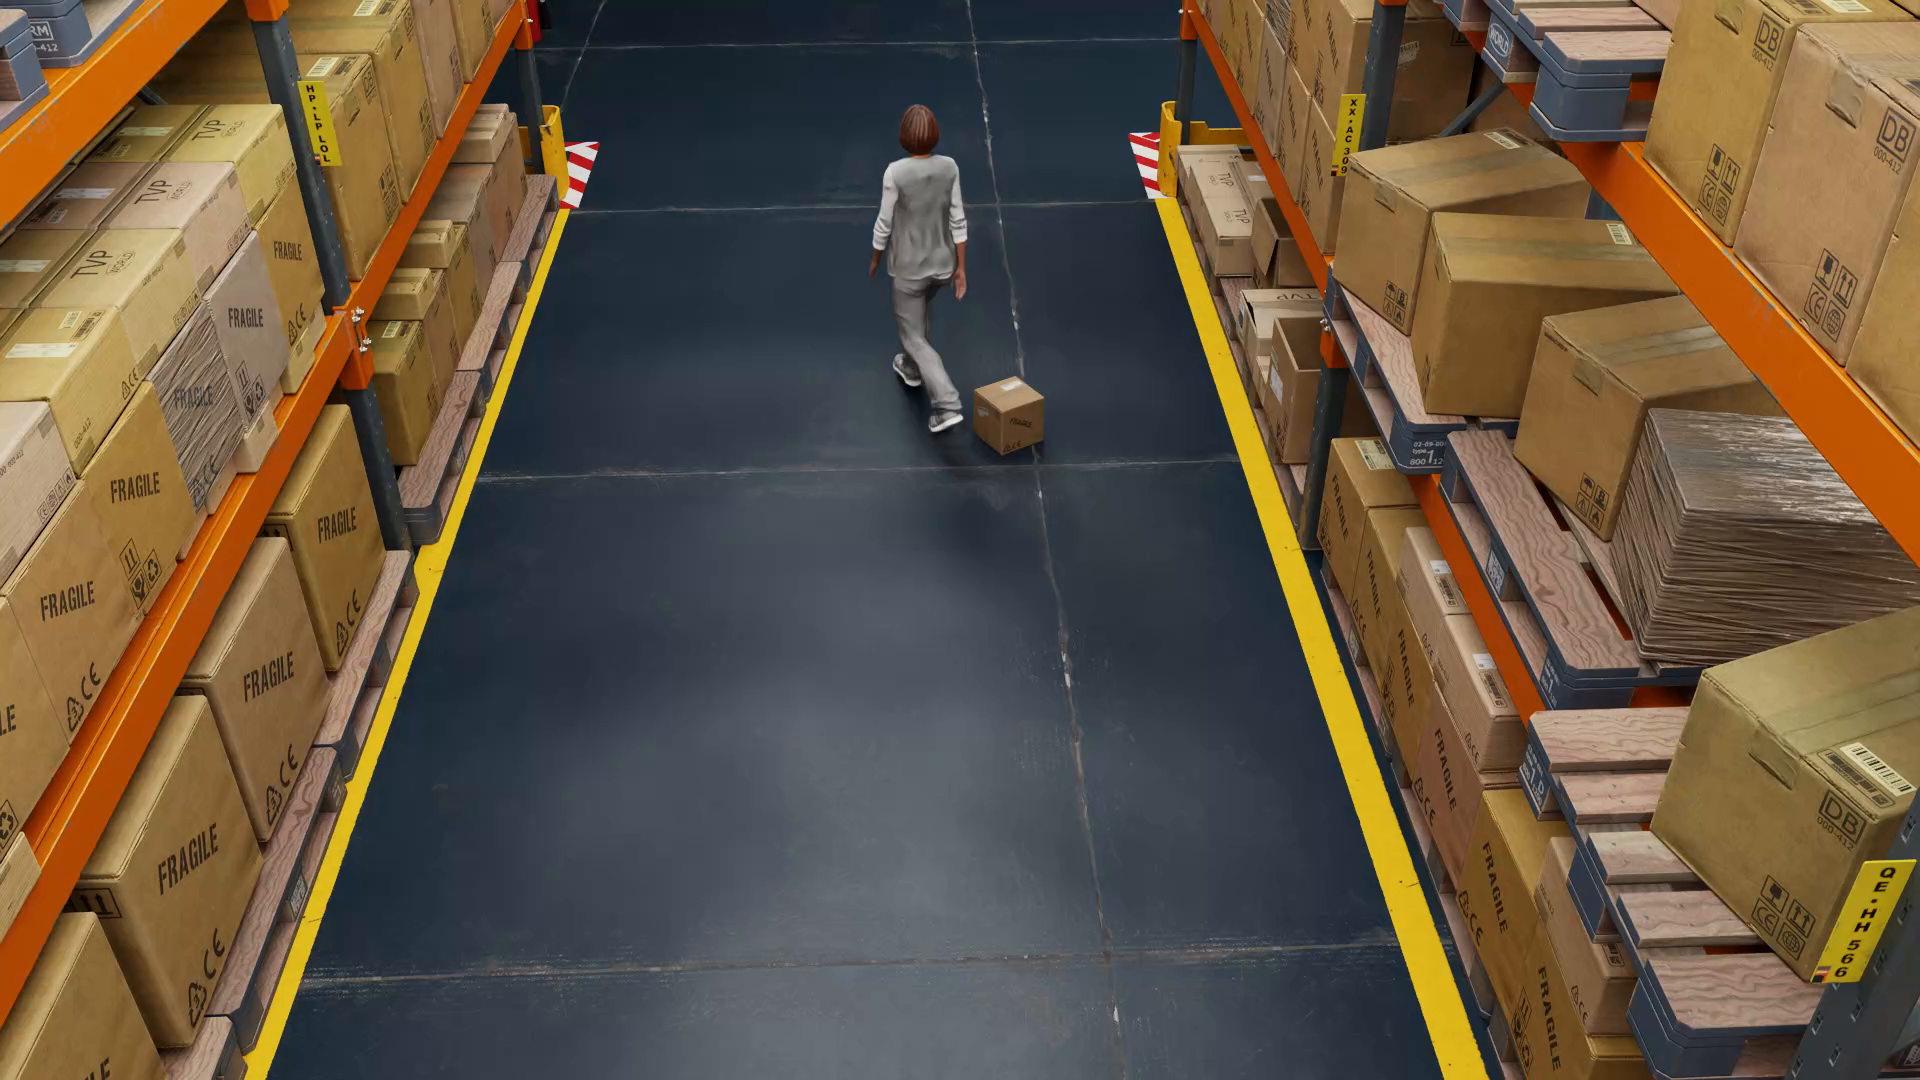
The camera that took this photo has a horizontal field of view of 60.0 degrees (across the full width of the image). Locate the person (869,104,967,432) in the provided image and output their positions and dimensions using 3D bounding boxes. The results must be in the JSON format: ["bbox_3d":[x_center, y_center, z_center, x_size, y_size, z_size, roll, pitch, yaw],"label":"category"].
[{"bbox_3d":[-0.167,-1.296,7.945,0.419,1.542,0.944,-18,39,-23],"label":"person"}]
